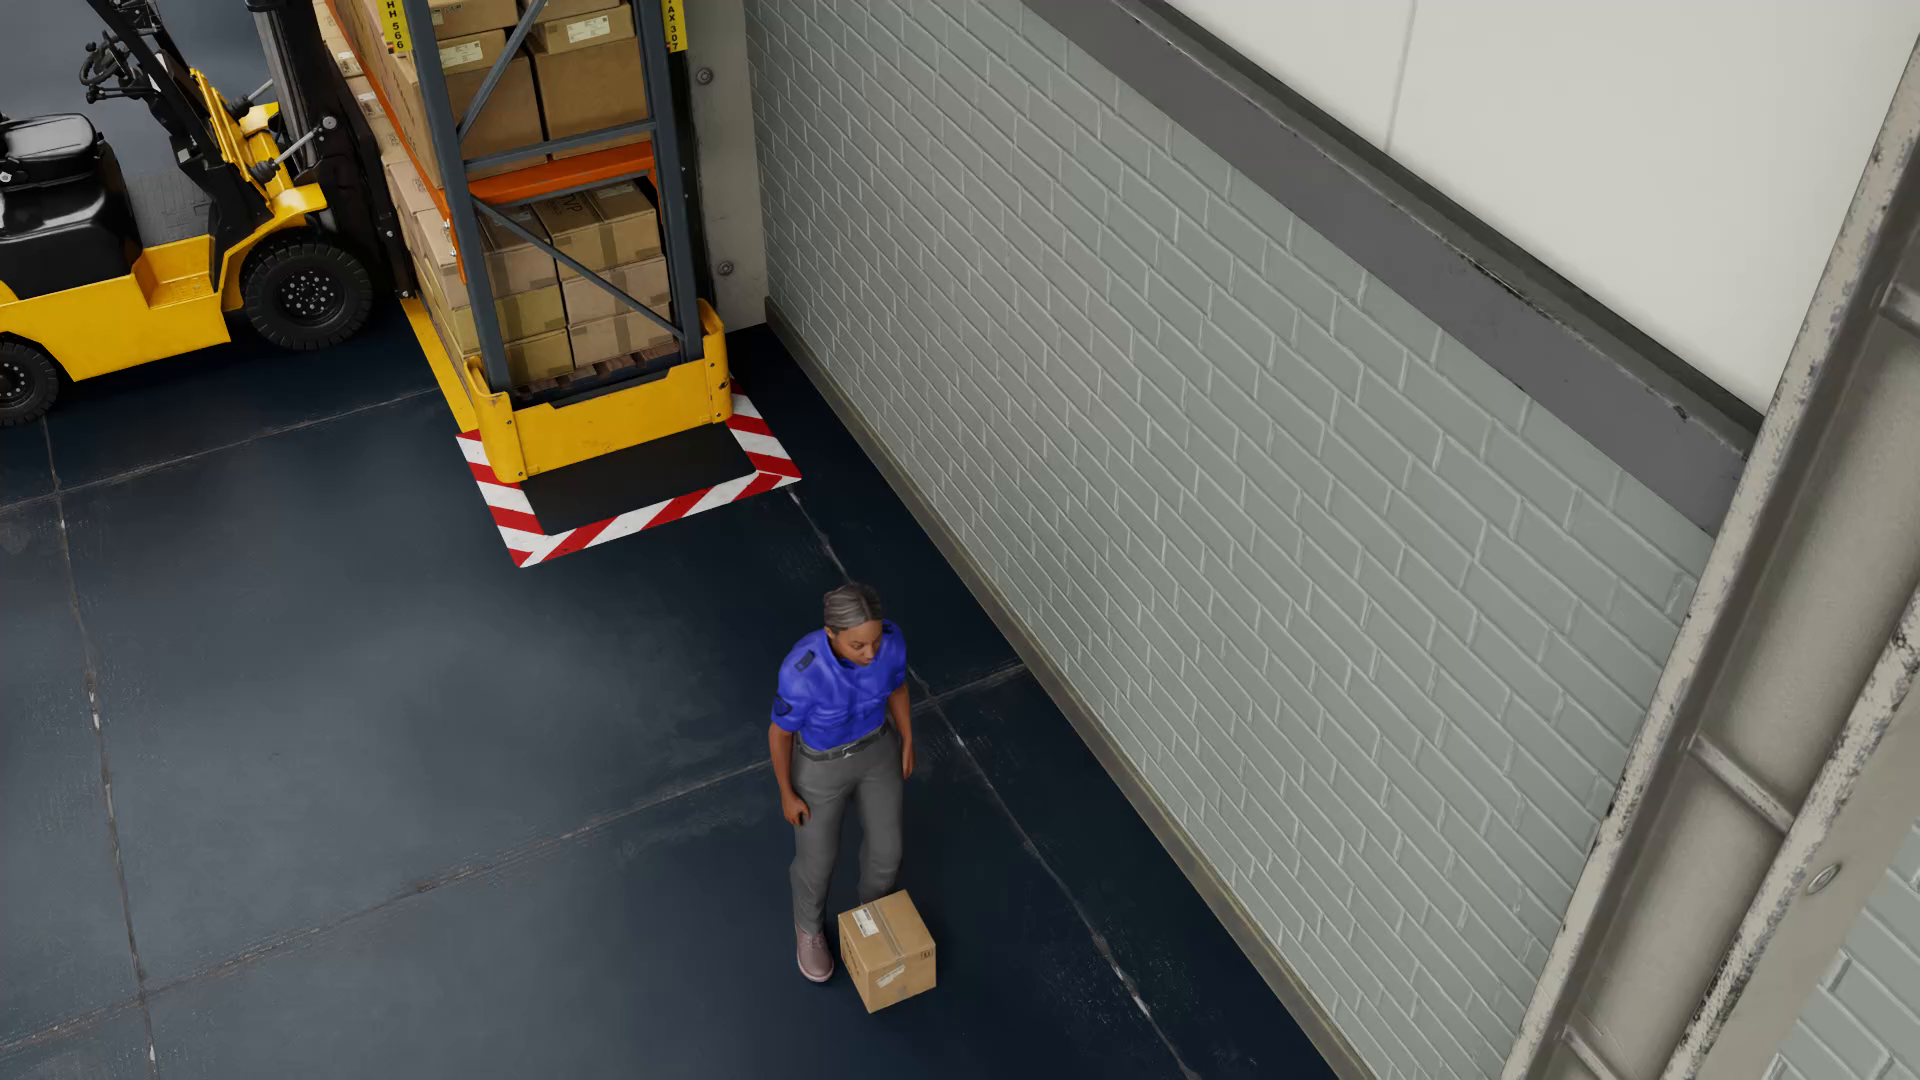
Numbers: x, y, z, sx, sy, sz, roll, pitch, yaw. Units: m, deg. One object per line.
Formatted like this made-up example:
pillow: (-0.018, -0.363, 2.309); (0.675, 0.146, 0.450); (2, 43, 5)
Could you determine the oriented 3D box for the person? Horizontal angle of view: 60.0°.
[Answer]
person: (-0.354, 0.750, 5.316); (0.517, 1.653, 0.402); (-21, 46, -22)
